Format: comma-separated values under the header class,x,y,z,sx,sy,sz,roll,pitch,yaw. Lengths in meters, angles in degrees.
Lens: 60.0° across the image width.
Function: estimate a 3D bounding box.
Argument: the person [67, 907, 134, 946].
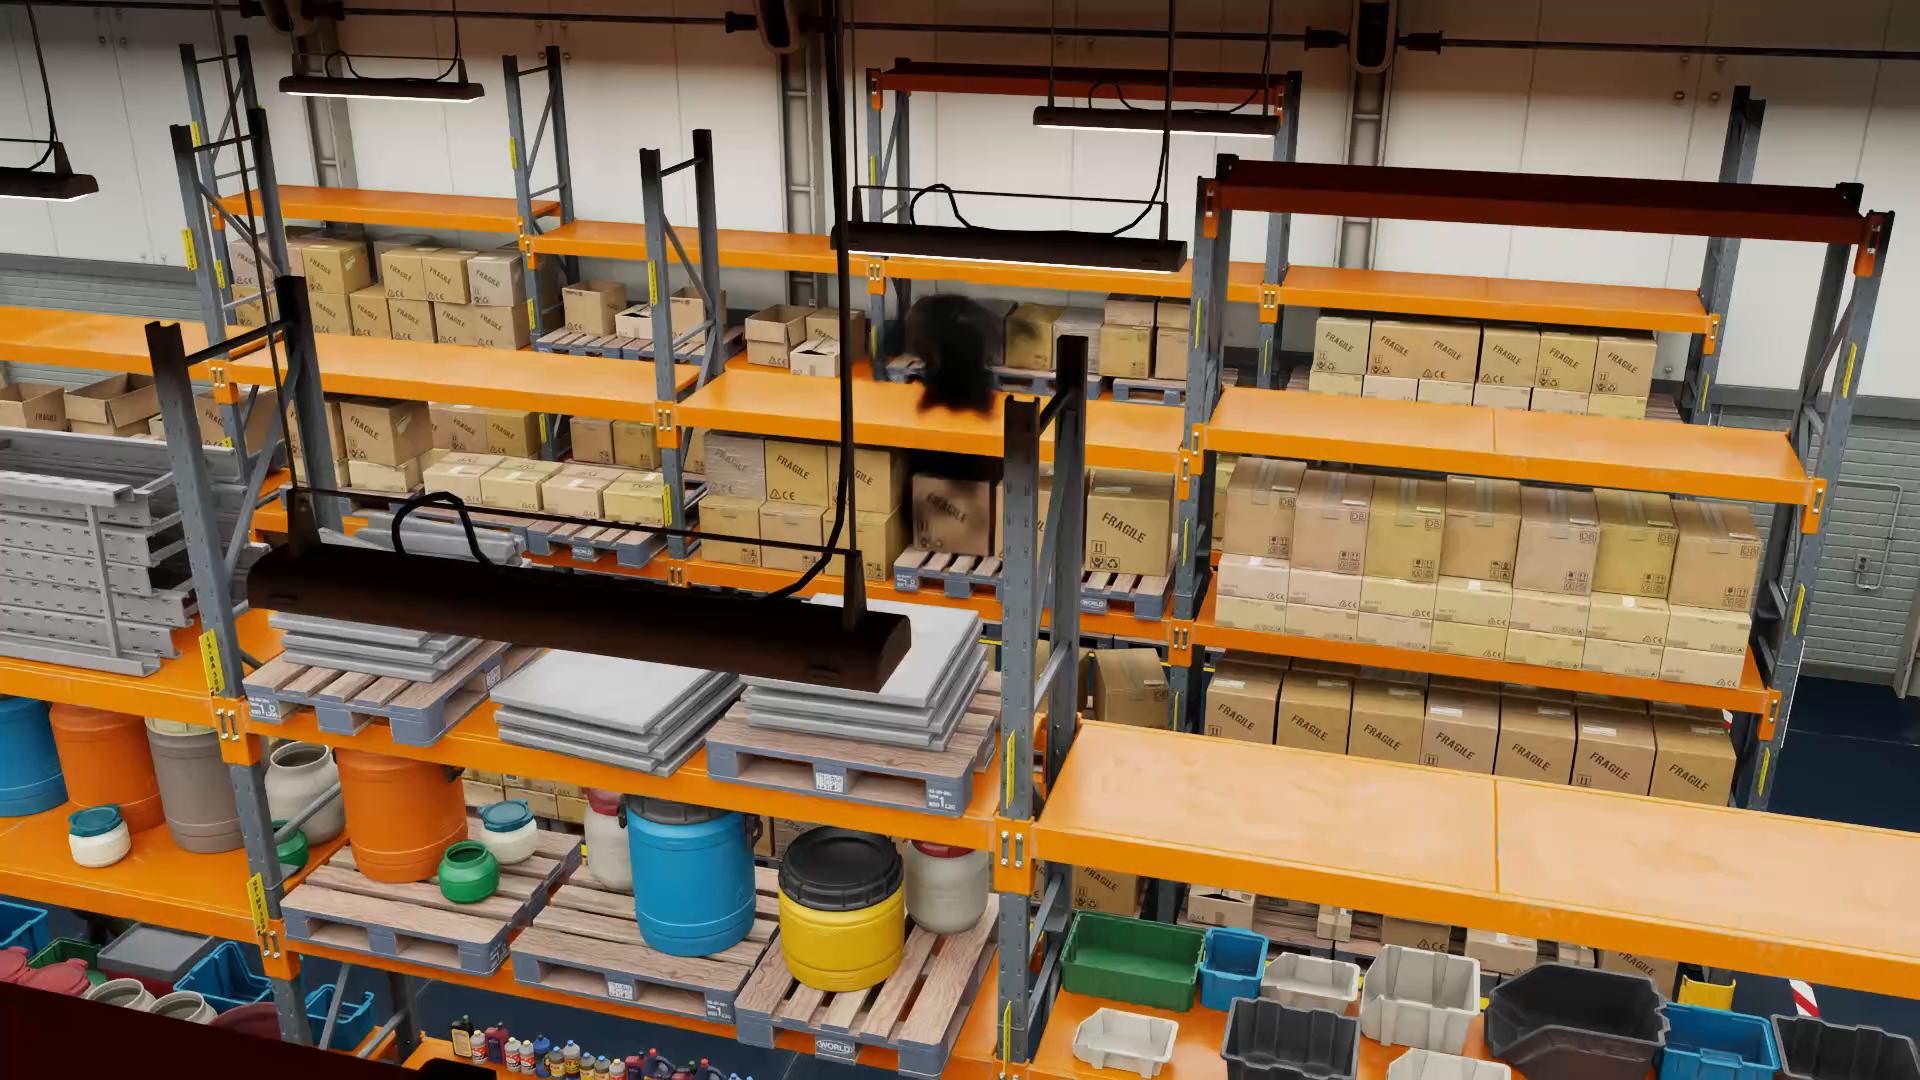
class,x,y,z,sx,sy,sz,roll,pitch,yaw
person,-6.540,2.531,12.459,0.835,1.714,0.762,-19,29,-38
